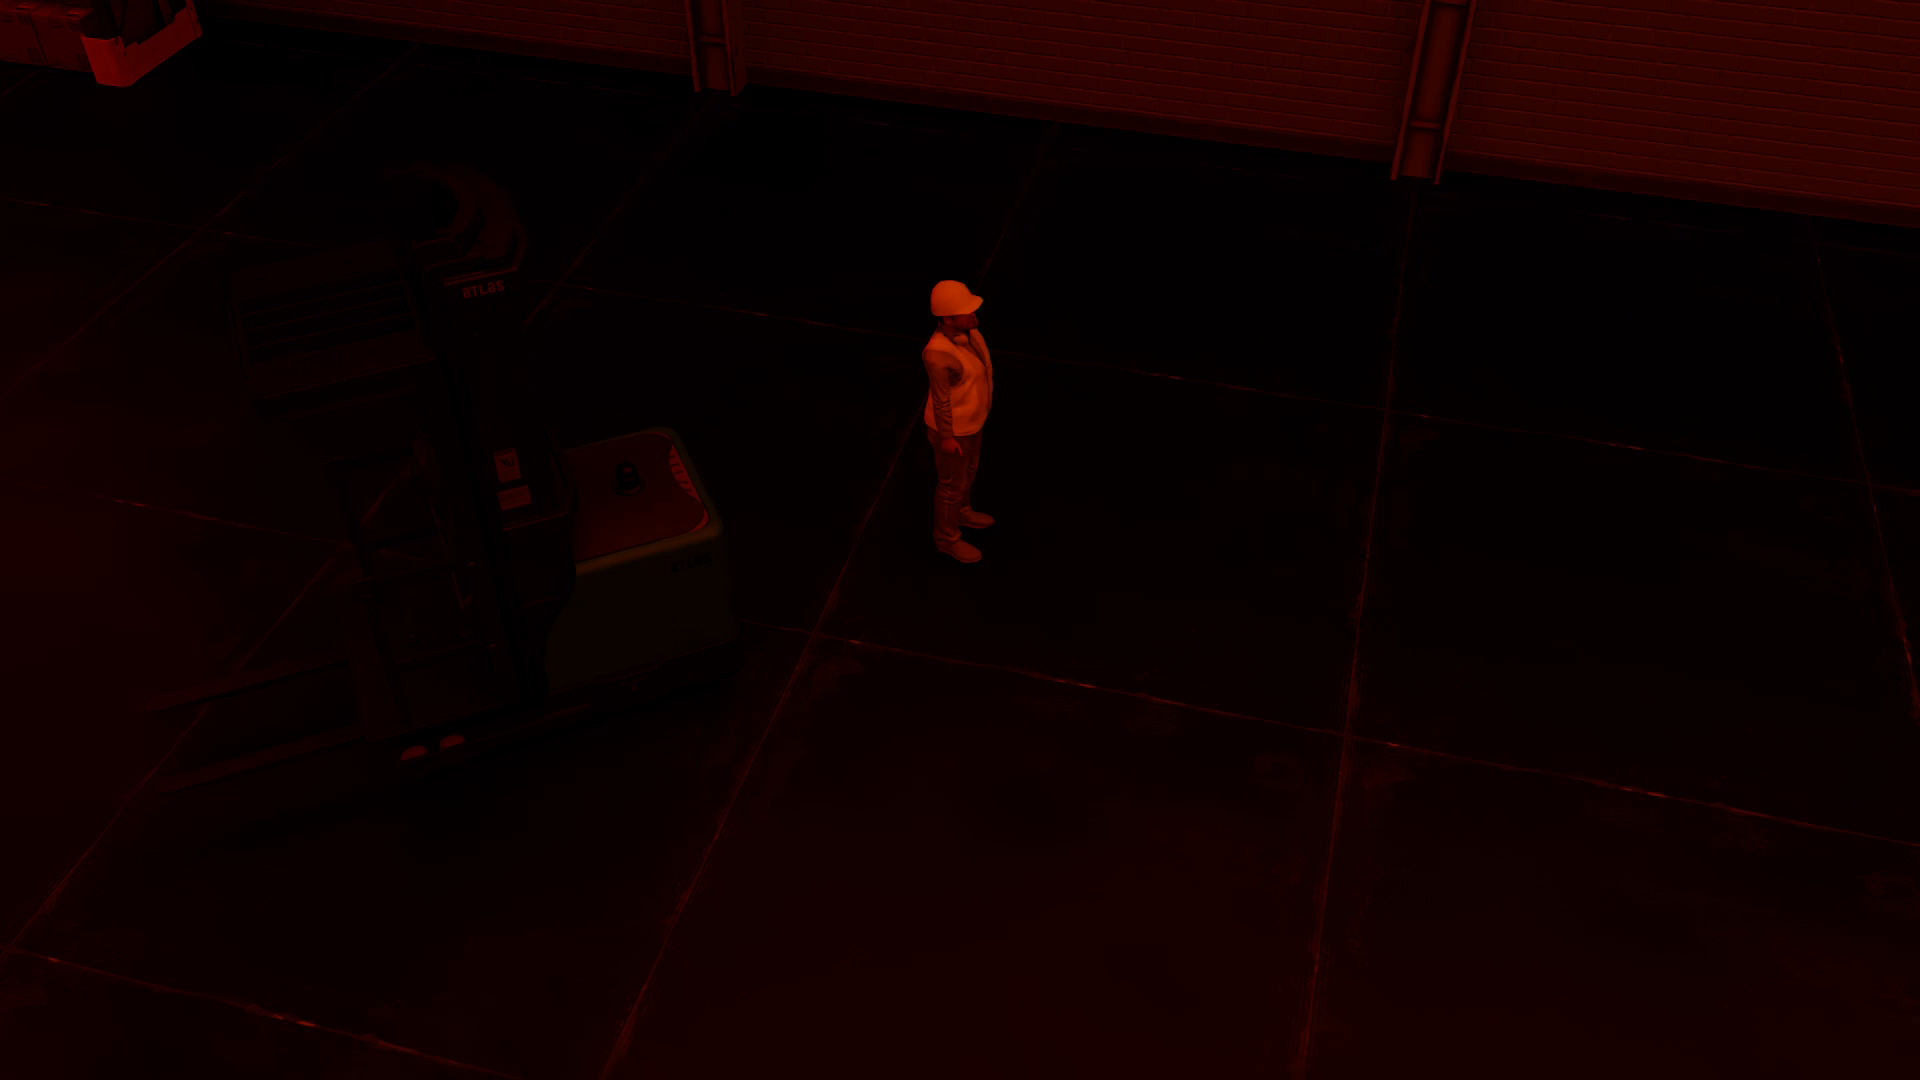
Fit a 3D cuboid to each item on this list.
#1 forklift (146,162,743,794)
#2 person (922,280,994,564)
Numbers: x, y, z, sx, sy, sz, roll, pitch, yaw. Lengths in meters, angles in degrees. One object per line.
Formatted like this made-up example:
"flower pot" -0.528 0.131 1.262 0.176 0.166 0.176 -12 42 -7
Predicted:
"forklift" -2.766 -0.266 8.165 3.031 2.935 1.130 -16 44 -17
"person" 0.002 -0.702 9.482 0.373 1.775 0.525 10 42 11
